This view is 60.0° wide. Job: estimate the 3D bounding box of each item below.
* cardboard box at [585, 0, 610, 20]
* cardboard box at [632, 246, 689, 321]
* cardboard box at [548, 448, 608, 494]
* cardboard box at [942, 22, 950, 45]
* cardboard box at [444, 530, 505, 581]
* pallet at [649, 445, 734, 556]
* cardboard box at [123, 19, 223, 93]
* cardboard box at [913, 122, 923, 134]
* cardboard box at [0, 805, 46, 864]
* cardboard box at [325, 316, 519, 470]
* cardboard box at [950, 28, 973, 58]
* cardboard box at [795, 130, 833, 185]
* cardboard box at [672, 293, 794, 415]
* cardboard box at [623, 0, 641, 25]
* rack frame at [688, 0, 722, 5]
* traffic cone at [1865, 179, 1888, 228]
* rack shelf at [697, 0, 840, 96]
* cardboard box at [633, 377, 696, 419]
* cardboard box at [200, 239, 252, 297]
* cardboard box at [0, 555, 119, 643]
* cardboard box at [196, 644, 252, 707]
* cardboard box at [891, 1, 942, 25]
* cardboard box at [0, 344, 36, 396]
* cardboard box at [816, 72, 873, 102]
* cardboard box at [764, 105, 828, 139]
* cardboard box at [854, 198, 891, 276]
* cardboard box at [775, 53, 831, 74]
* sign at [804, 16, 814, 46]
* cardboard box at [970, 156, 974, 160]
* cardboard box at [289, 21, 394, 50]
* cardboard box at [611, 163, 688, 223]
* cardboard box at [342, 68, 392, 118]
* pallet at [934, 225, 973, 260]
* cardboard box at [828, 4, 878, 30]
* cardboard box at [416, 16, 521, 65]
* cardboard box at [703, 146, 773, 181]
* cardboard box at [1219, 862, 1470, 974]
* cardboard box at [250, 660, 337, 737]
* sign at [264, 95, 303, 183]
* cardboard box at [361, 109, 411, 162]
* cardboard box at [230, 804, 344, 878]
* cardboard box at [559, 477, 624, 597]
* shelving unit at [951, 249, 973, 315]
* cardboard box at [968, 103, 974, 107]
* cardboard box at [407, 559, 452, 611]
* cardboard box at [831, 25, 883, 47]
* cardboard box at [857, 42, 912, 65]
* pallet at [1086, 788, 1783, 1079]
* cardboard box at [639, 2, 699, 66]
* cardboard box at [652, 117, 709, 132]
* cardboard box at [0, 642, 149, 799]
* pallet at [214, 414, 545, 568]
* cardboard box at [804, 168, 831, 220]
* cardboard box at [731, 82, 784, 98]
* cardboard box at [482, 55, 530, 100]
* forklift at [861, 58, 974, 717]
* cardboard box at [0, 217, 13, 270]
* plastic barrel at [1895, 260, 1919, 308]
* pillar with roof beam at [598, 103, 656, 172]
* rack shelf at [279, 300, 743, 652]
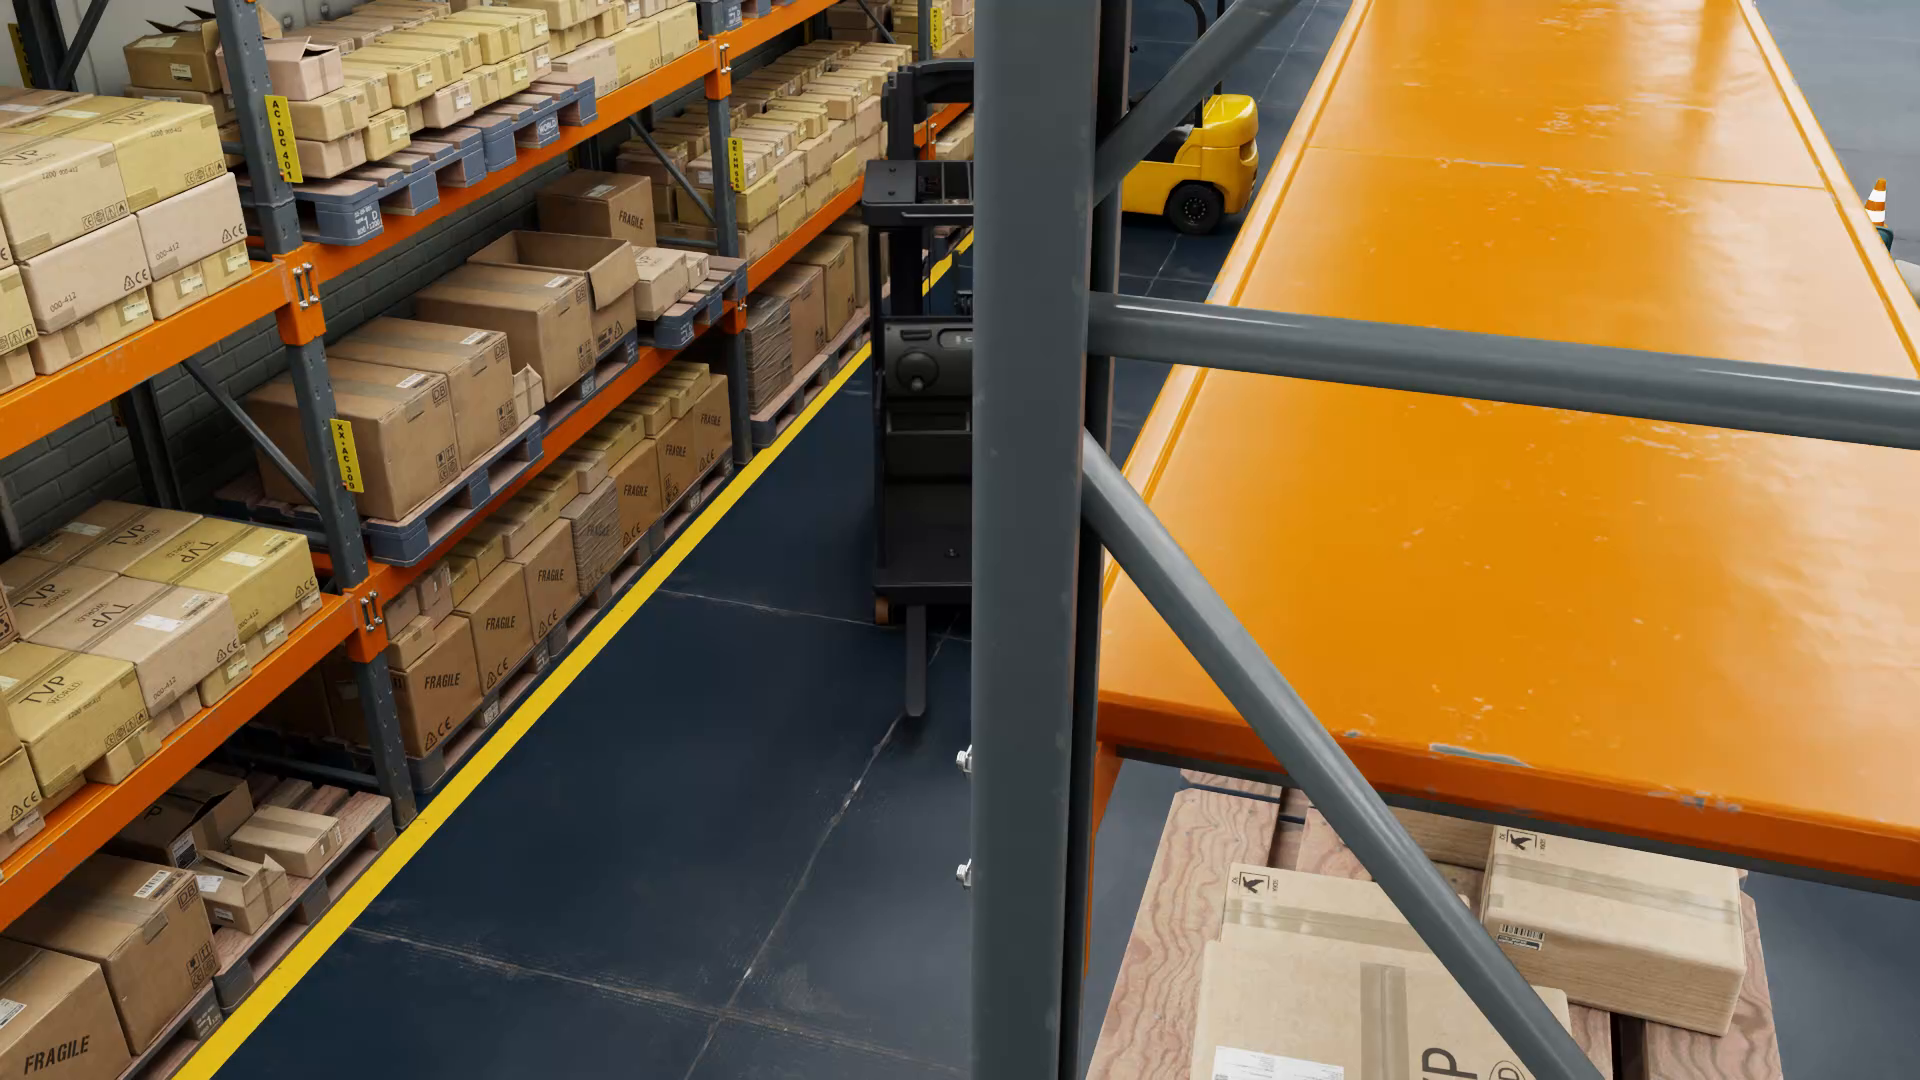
[{"bbox_3d":[-2.021,-2.765,8.487,0.380,0.149,0.250,8,30,14],"label":"cardboard box"},{"bbox_3d":[-1.894,-1.484,9.555,0.500,0.250,0.500,7,30,13],"label":"cardboard box"},{"bbox_3d":[-2.212,-0.400,9.355,0.380,0.149,0.250,7,30,12],"label":"cardboard box"},{"bbox_3d":[-0.300,-4.320,14.160,0.380,0.149,0.250,9,30,16],"label":"cardboard box"},{"bbox_3d":[-2.569,0.063,8.524,0.380,0.149,0.250,8,30,14],"label":"cardboard box"},{"bbox_3d":[-2.149,-0.343,10.649,1.003,0.211,1.213,8,30,15],"label":"pallet"},{"bbox_3d":[-3.043,-1.935,6.549,0.396,0.266,0.258,8,30,14],"label":"cardboard box"},{"bbox_3d":[-0.617,-3.425,13.475,0.500,0.250,0.500,9,30,16],"label":"cardboard box"},{"bbox_3d":[-3.390,0.965,5.689,0.380,0.149,0.250,8,30,15],"label":"cardboard box"},{"bbox_3d":[-2.560,-0.705,7.897,0.700,0.500,0.500,9,30,15],"label":"cardboard box"},{"bbox_3d":[-0.203,-4.219,14.645,0.500,0.500,0.500,9,30,16],"label":"cardboard box"},{"bbox_3d":[-1.211,-2.700,11.659,0.500,0.250,0.500,8,30,14],"label":"cardboard box"},{"bbox_3d":[-1.697,-1.337,11.578,0.875,0.625,0.625,9,30,16],"label":"cardboard box"},{"bbox_3d":[-1.964,-2.887,9.013,0.380,0.149,0.250,9,30,16],"label":"cardboard box"},{"bbox_3d":[-1.894,-4.525,9.127,1.000,3.000,0.127,8,30,15],"label":"rack frame"},{"bbox_3d":[8.449,-3.102,15.350,0.336,0.463,0.334,8,30,15],"label":"traffic cone"},{"bbox_3d":[-1.307,-3.829,11.702,1.077,0.370,4.000,8,30,15],"label":"rack shelf"},{"bbox_3d":[-1.847,-0.881,10.219,0.380,0.149,0.250,7,30,12],"label":"cardboard box"},{"bbox_3d":[-2.891,-1.036,6.199,0.380,0.149,0.250,8,30,15],"label":"cardboard box"},{"bbox_3d":[-3.612,0.317,6.442,0.500,0.250,0.500,8,30,14],"label":"cardboard box"},{"bbox_3d":[-3.029,0.498,6.527,0.380,0.149,0.250,9,30,16],"label":"cardboard box"},{"bbox_3d":[-0.369,-4.462,14.109,0.380,0.149,0.250,9,30,16],"label":"cardboard box"},{"bbox_3d":[-3.236,-0.565,5.354,0.380,0.149,0.250,10,30,17],"label":"cardboard box"},{"bbox_3d":[-0.875,-3.416,12.535,0.380,0.149,0.250,8,30,14],"label":"cardboard box"},{"bbox_3d":[-1.150,-2.937,11.675,0.380,0.149,0.250,9,30,16],"label":"cardboard box"},{"bbox_3d":[-0.862,-2.663,13.963,0.875,0.625,0.625,10,31,17],"label":"cardboard box"},{"bbox_3d":[-1.231,-3.723,13.087,0.380,0.149,0.250,8,30,15],"label":"cardboard box"},{"bbox_3d":[-1.251,-4.253,13.838,0.100,0.325,0.005,8,30,15],"label":"sign"},{"bbox_3d":[-0.136,-3.377,15.118,0.500,0.250,0.500,8,30,15],"label":"cardboard box"},{"bbox_3d":[-2.785,-2.237,7.517,0.380,0.149,0.250,8,30,13],"label":"cardboard box"},{"bbox_3d":[-2.027,-2.304,10.946,0.500,0.250,0.500,9,30,16],"label":"cardboard box"},{"bbox_3d":[-2.551,-1.813,6.755,0.380,0.149,0.250,9,30,16],"label":"cardboard box"},{"bbox_3d":[-0.446,-2.907,15.258,1.003,0.211,1.213,8,30,15],"label":"pallet"},{"bbox_3d":[-0.915,-4.410,14.017,0.380,0.149,0.250,9,30,15],"label":"cardboard box"},{"bbox_3d":[-2.248,-2.287,7.608,0.380,0.149,0.250,9,30,15],"label":"cardboard box"},{"bbox_3d":[-1.441,-2.460,10.817,0.380,0.149,0.250,9,30,16],"label":"cardboard box"},{"bbox_3d":[0.597,0.665,2.607,0.380,0.149,0.250,6,30,11],"label":"cardboard box"},{"bbox_3d":[-3.206,0.594,8.235,0.500,0.500,0.500,8,30,15],"label":"cardboard box"},{"bbox_3d":[-2.547,-1.507,6.256,0.100,0.325,0.005,8,30,15],"label":"sign"},{"bbox_3d":[-2.491,-1.670,6.804,0.380,0.149,0.250,9,30,15],"label":"cardboard box"},{"bbox_3d":[-2.950,1.319,7.294,0.380,0.149,0.250,8,30,13],"label":"cardboard box"},{"bbox_3d":[-2.255,-0.048,9.390,0.500,0.500,0.500,7,30,13],"label":"cardboard box"},{"bbox_3d":[0.348,-1.360,11.152,0.587,1.500,1.083,10,30,17],"label":"shelving unit"},{"bbox_3d":[0.179,-4.073,15.853,0.500,0.250,0.500,8,30,14],"label":"cardboard box"},{"bbox_3d":[-2.678,0.195,7.980,0.380,0.149,0.250,7,30,12],"label":"cardboard box"},{"bbox_3d":[-0.871,-4.275,14.079,0.380,0.149,0.250,8,30,15],"label":"cardboard box"},{"bbox_3d":[-0.608,-3.899,13.402,0.380,0.149,0.250,10,30,17],"label":"cardboard box"},{"bbox_3d":[0.712,0.903,2.547,1.003,0.211,1.213,8,30,15],"label":"pallet"},{"bbox_3d":[-1.812,-2.875,9.401,0.500,0.250,0.500,7,30,13],"label":"cardboard box"},{"bbox_3d":[-1.882,-2.783,11.398,0.380,0.149,0.250,8,30,14],"label":"cardboard box"},{"bbox_3d":[-3.276,0.628,5.884,0.500,0.250,0.500,8,30,15],"label":"cardboard box"},{"bbox_3d":[-2.729,-0.316,7.930,1.003,0.211,1.213,8,30,15],"label":"pallet"},{"bbox_3d":[-1.233,-2.482,11.781,0.500,0.250,0.500,8,30,13],"label":"cardboard box"},{"bbox_3d":[-1.520,-3.254,12.244,0.380,0.149,0.250,9,30,15],"label":"cardboard box"},{"bbox_3d":[-2.219,-2.146,7.660,0.380,0.149,0.250,9,30,16],"label":"cardboard box"},{"bbox_3d":[0.056,-0.953,8.948,1.130,2.935,3.031,0,29,-1],"label":"forklift"},{"bbox_3d":[-3.283,-0.897,5.026,0.500,0.250,0.500,9,30,16],"label":"cardboard box"},{"bbox_3d":[7.655,-2.016,13.439,0.421,0.421,0.512,-17,34,-28],"label":"plastic barrel"},{"bbox_3d":[1.743,-4.645,9.343,9.100,9.000,0.400,8,30,15],"label":"pillar with roof beam"},{"bbox_3d":[-2.481,-0.659,9.089,1.077,0.370,4.000,8,30,15],"label":"rack shelf"}]
